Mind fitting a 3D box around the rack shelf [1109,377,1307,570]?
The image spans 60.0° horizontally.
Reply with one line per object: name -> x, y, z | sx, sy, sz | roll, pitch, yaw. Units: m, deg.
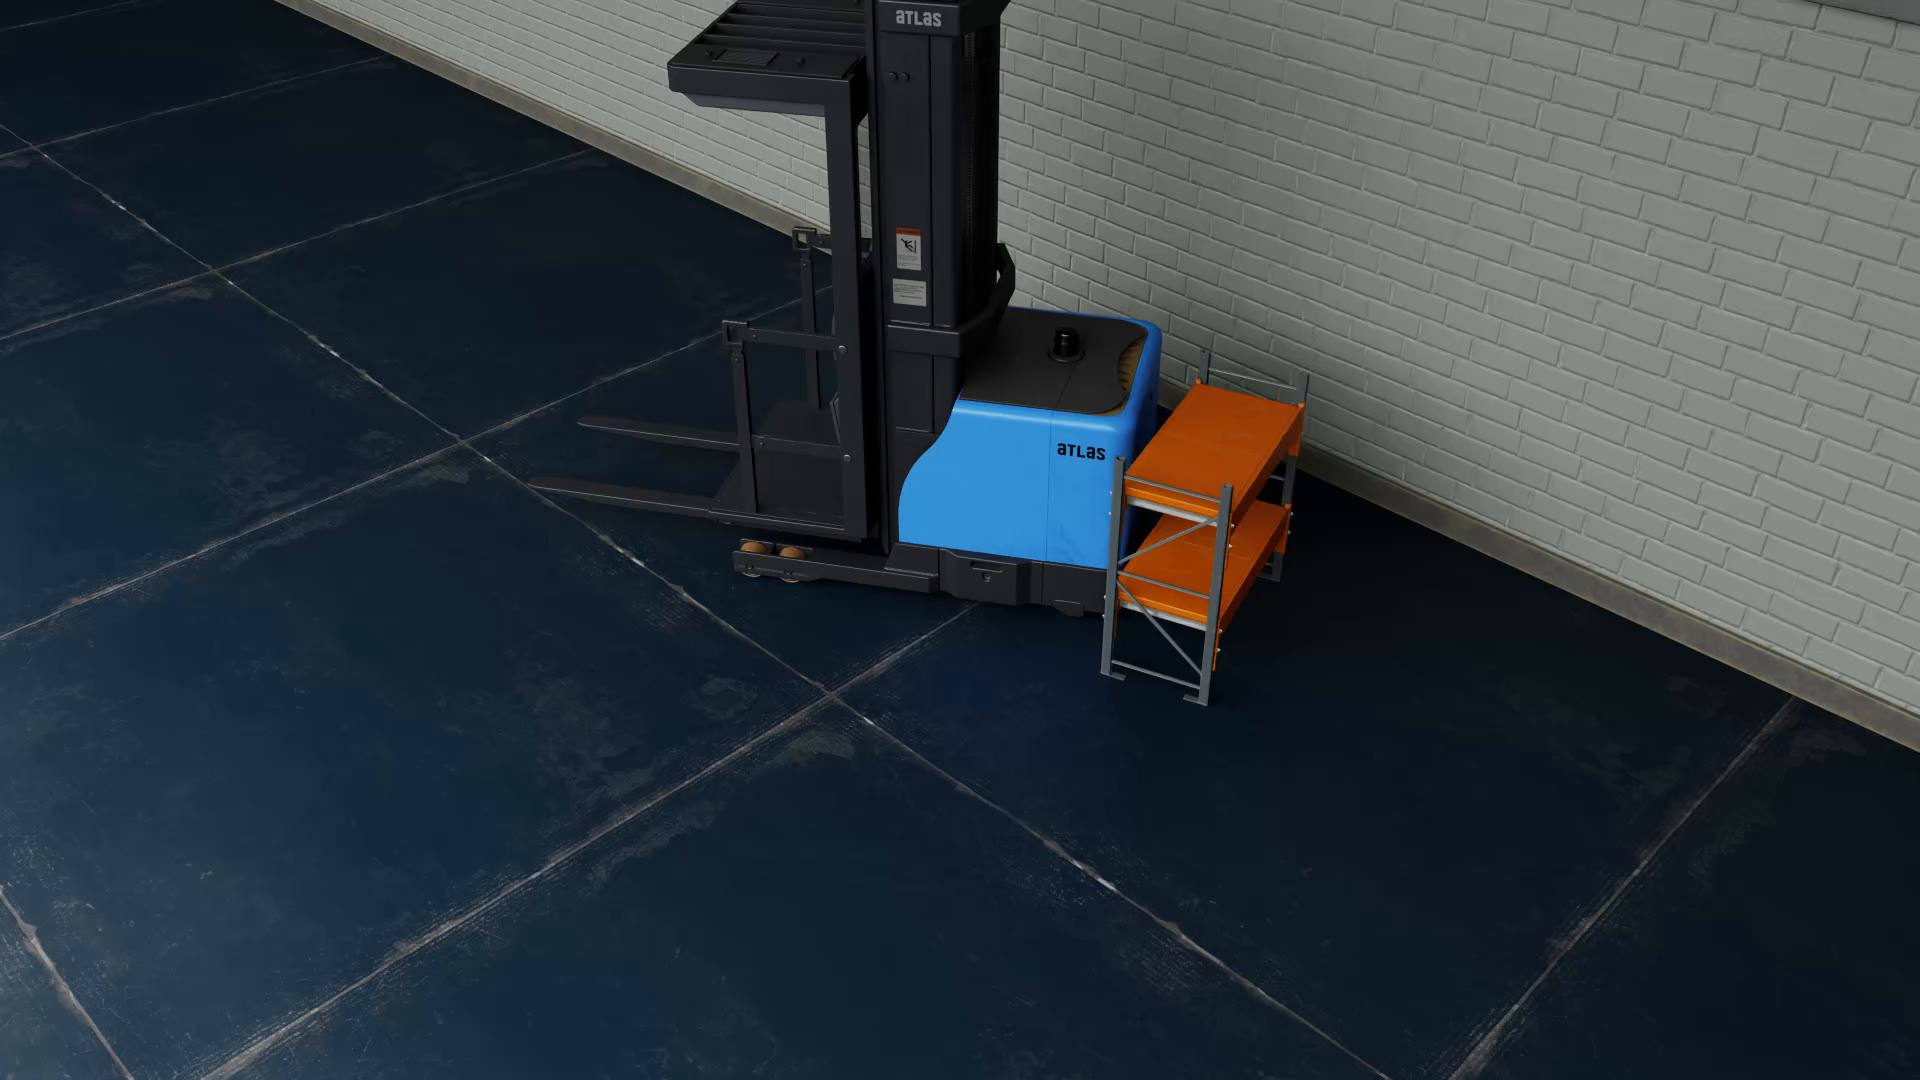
rack shelf -> 1.085, -0.311, 7.201 | 0.538, 0.278, 1.000 | 16, 38, 22

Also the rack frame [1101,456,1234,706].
rack frame -> 0.856, 0.189, 6.996 | 0.500, 1.125, 0.032 | 16, 38, 22

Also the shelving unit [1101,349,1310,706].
shelving unit -> 1.085, -0.071, 7.368 | 0.538, 1.125, 1.048 | 16, 38, 22

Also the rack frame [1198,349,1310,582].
rack frame -> 1.313, -0.330, 7.740 | 0.500, 1.125, 0.032 | 16, 38, 22

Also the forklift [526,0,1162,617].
forklift -> -0.606, -1.284, 7.529 | 3.031, 2.935, 1.130 | 8, 36, 11

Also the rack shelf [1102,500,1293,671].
rack shelf -> 1.085, 0.130, 7.508 | 0.538, 0.278, 1.000 | 16, 38, 22
